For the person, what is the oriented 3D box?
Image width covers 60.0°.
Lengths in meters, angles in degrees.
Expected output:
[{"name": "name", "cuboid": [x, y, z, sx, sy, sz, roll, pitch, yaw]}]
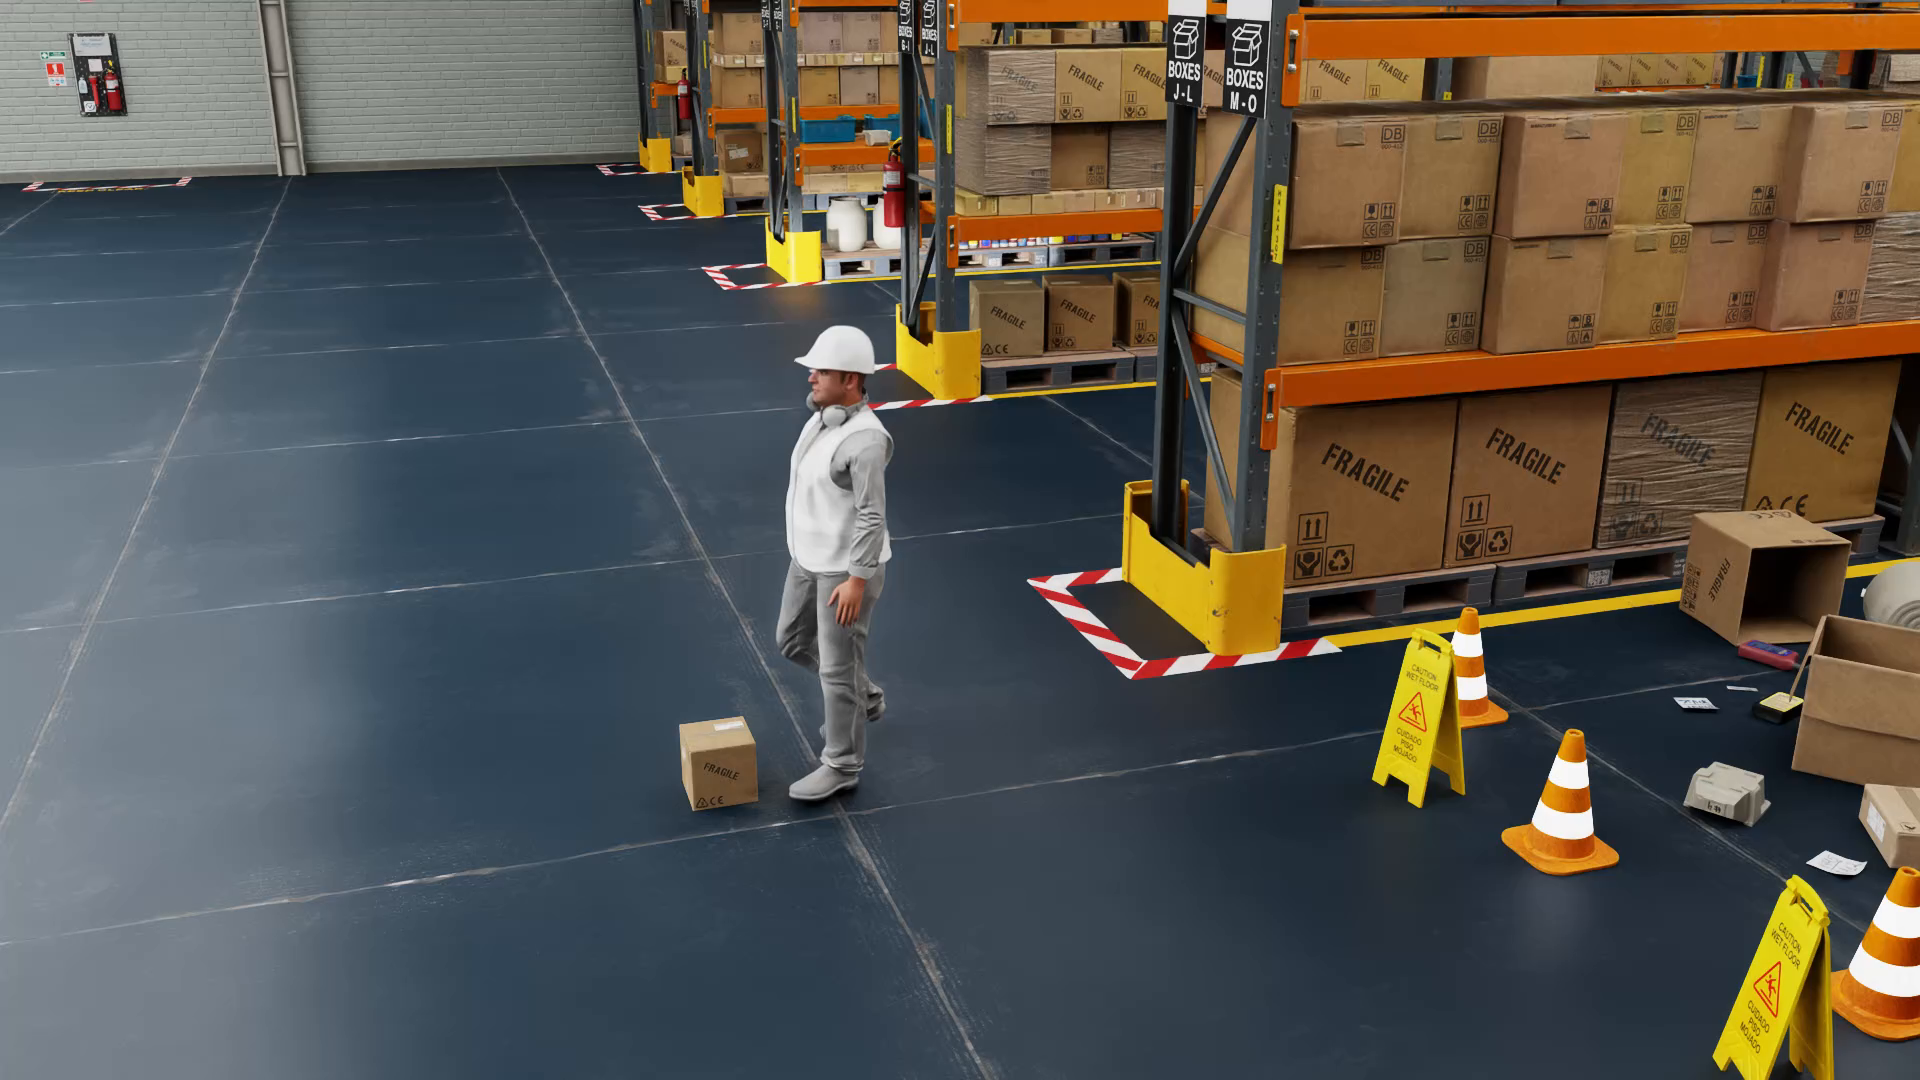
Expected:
[{"name": "person", "cuboid": [-0.470, 0.071, 6.258, 0.535, 1.778, 0.605, -9, 21, -24]}]
